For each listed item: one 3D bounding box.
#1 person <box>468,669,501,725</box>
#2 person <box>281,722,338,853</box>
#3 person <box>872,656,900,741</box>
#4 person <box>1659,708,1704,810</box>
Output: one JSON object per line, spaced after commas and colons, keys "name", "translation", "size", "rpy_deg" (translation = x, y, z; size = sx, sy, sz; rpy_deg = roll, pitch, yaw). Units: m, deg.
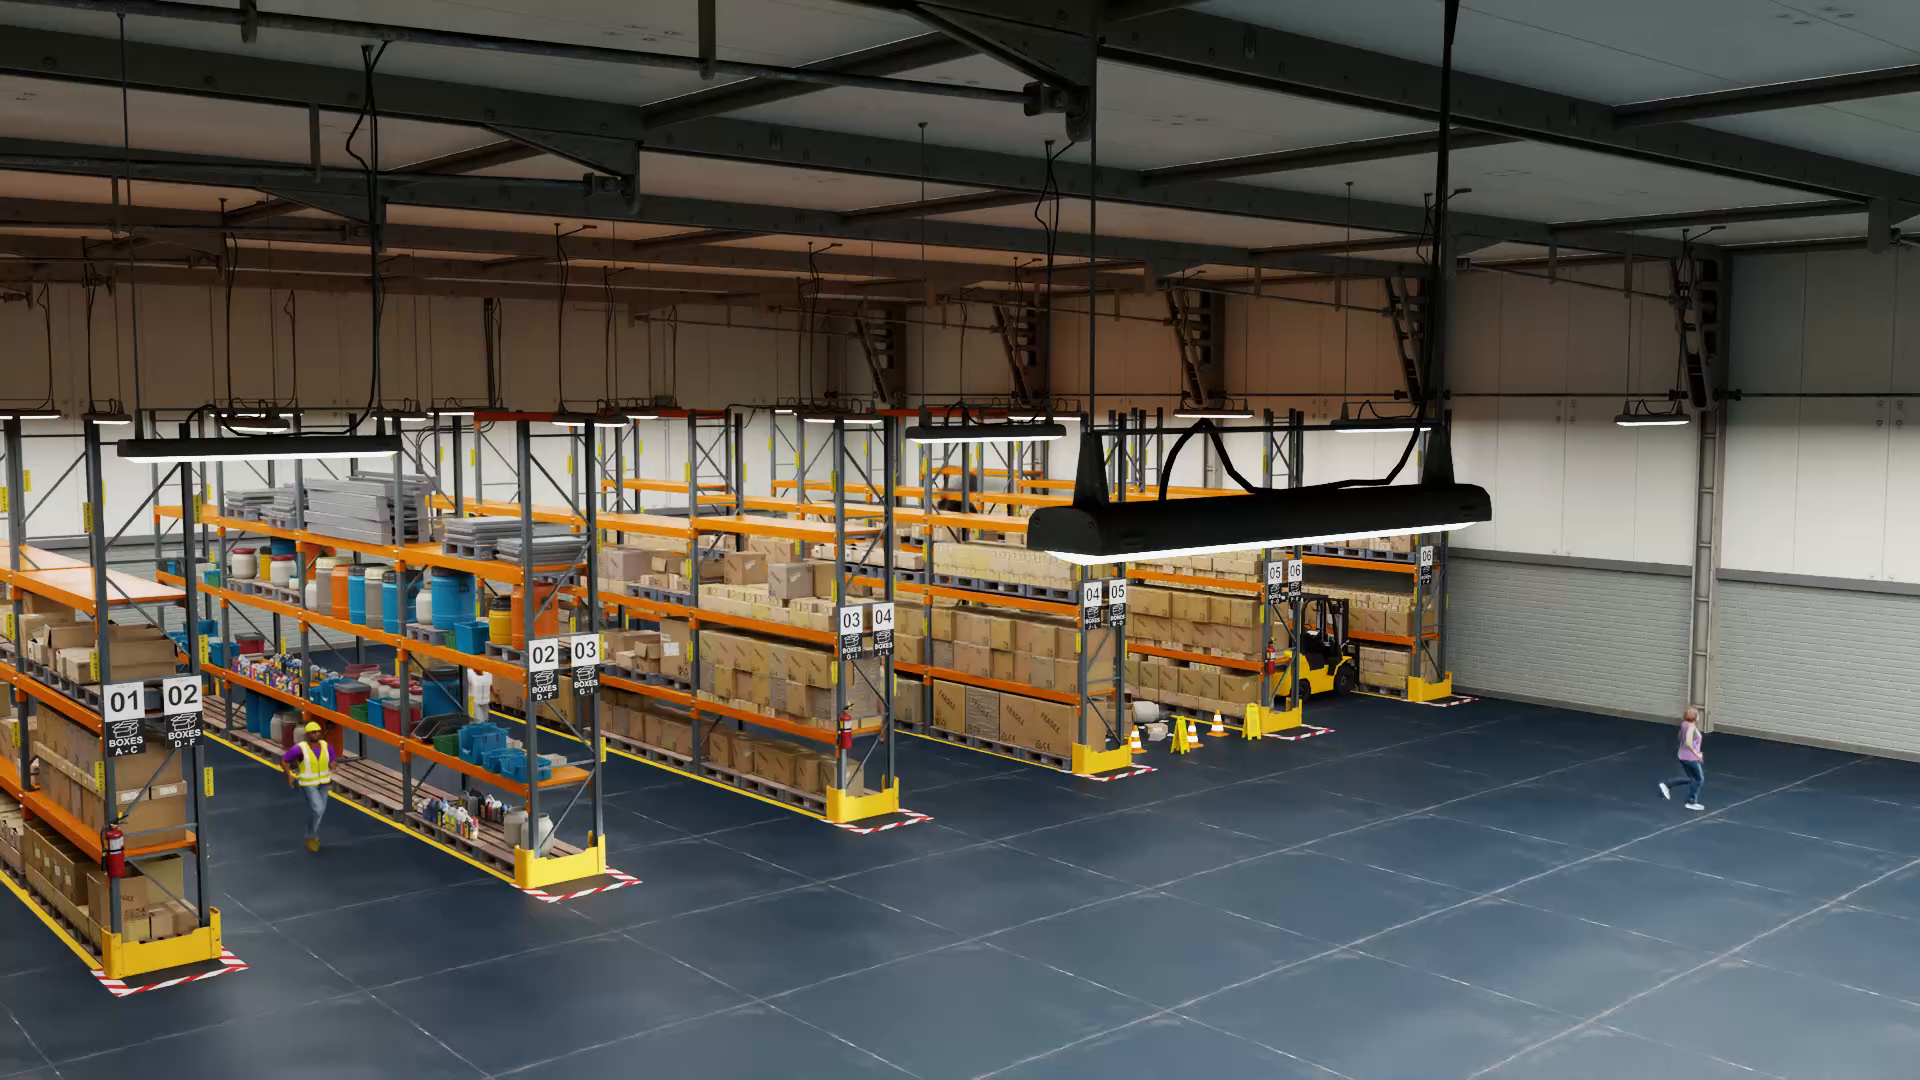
{"name": "person", "translation": [-8.613, 2.883, 29.559], "size": [0.770, 1.723, 0.683], "rpy_deg": [4, 7, 41]}
{"name": "person", "translation": [-8.965, 3.426, 23.111], "size": [0.728, 1.801, 0.670], "rpy_deg": [4, 6, 37]}
{"name": "person", "translation": [-1.401, 2.859, 30.291], "size": [0.546, 1.624, 0.566], "rpy_deg": [4, 7, 40]}
{"name": "person", "translation": [11.052, 3.334, 25.385], "size": [0.642, 1.564, 0.562], "rpy_deg": [1, 5, 7]}
